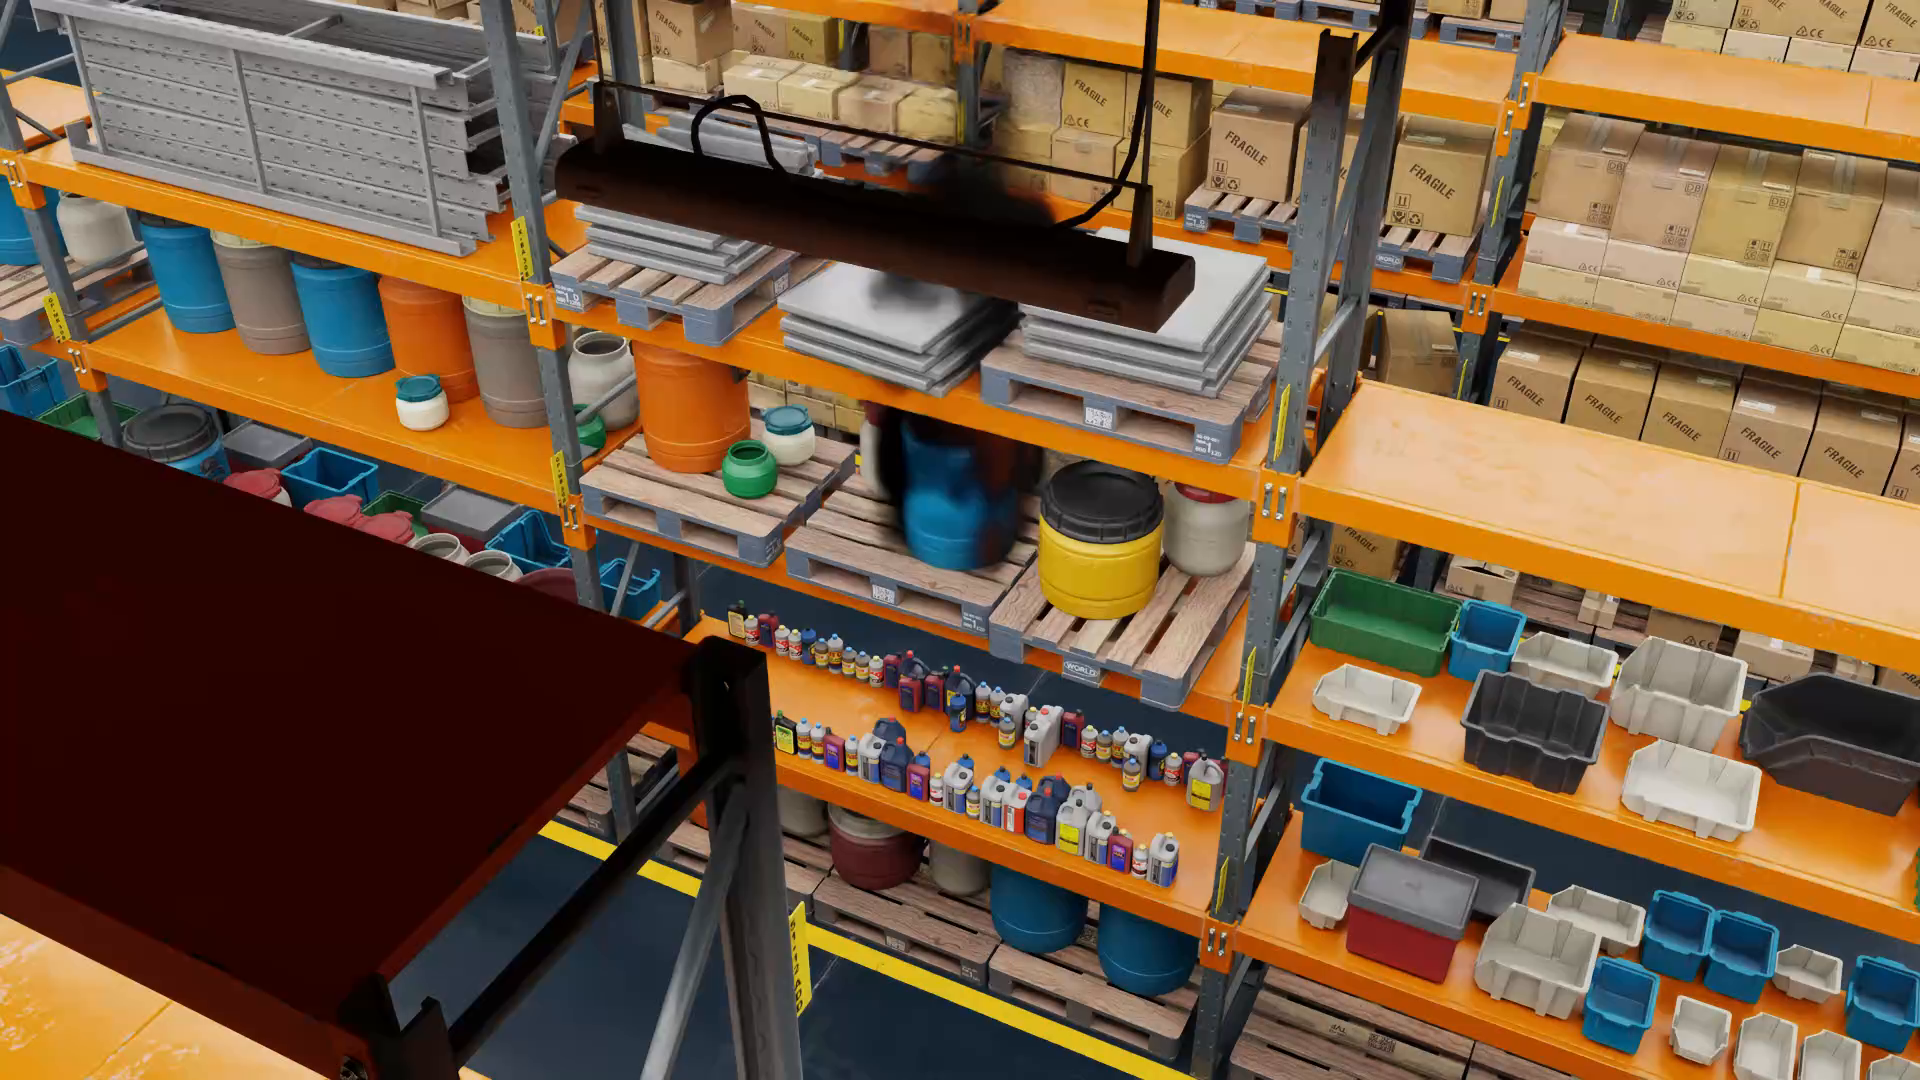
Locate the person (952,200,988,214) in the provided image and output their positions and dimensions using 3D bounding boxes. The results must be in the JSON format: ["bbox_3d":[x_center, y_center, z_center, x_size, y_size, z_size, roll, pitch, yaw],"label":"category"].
[{"bbox_3d":[0.088,-2.617,16.171,0.772,1.731,0.576,12,37,17],"label":"person"}]

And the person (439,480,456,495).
[{"bbox_3d":[-3.739,-0.403,12.933,1.188,1.778,0.712,15,38,20],"label":"person"}]
